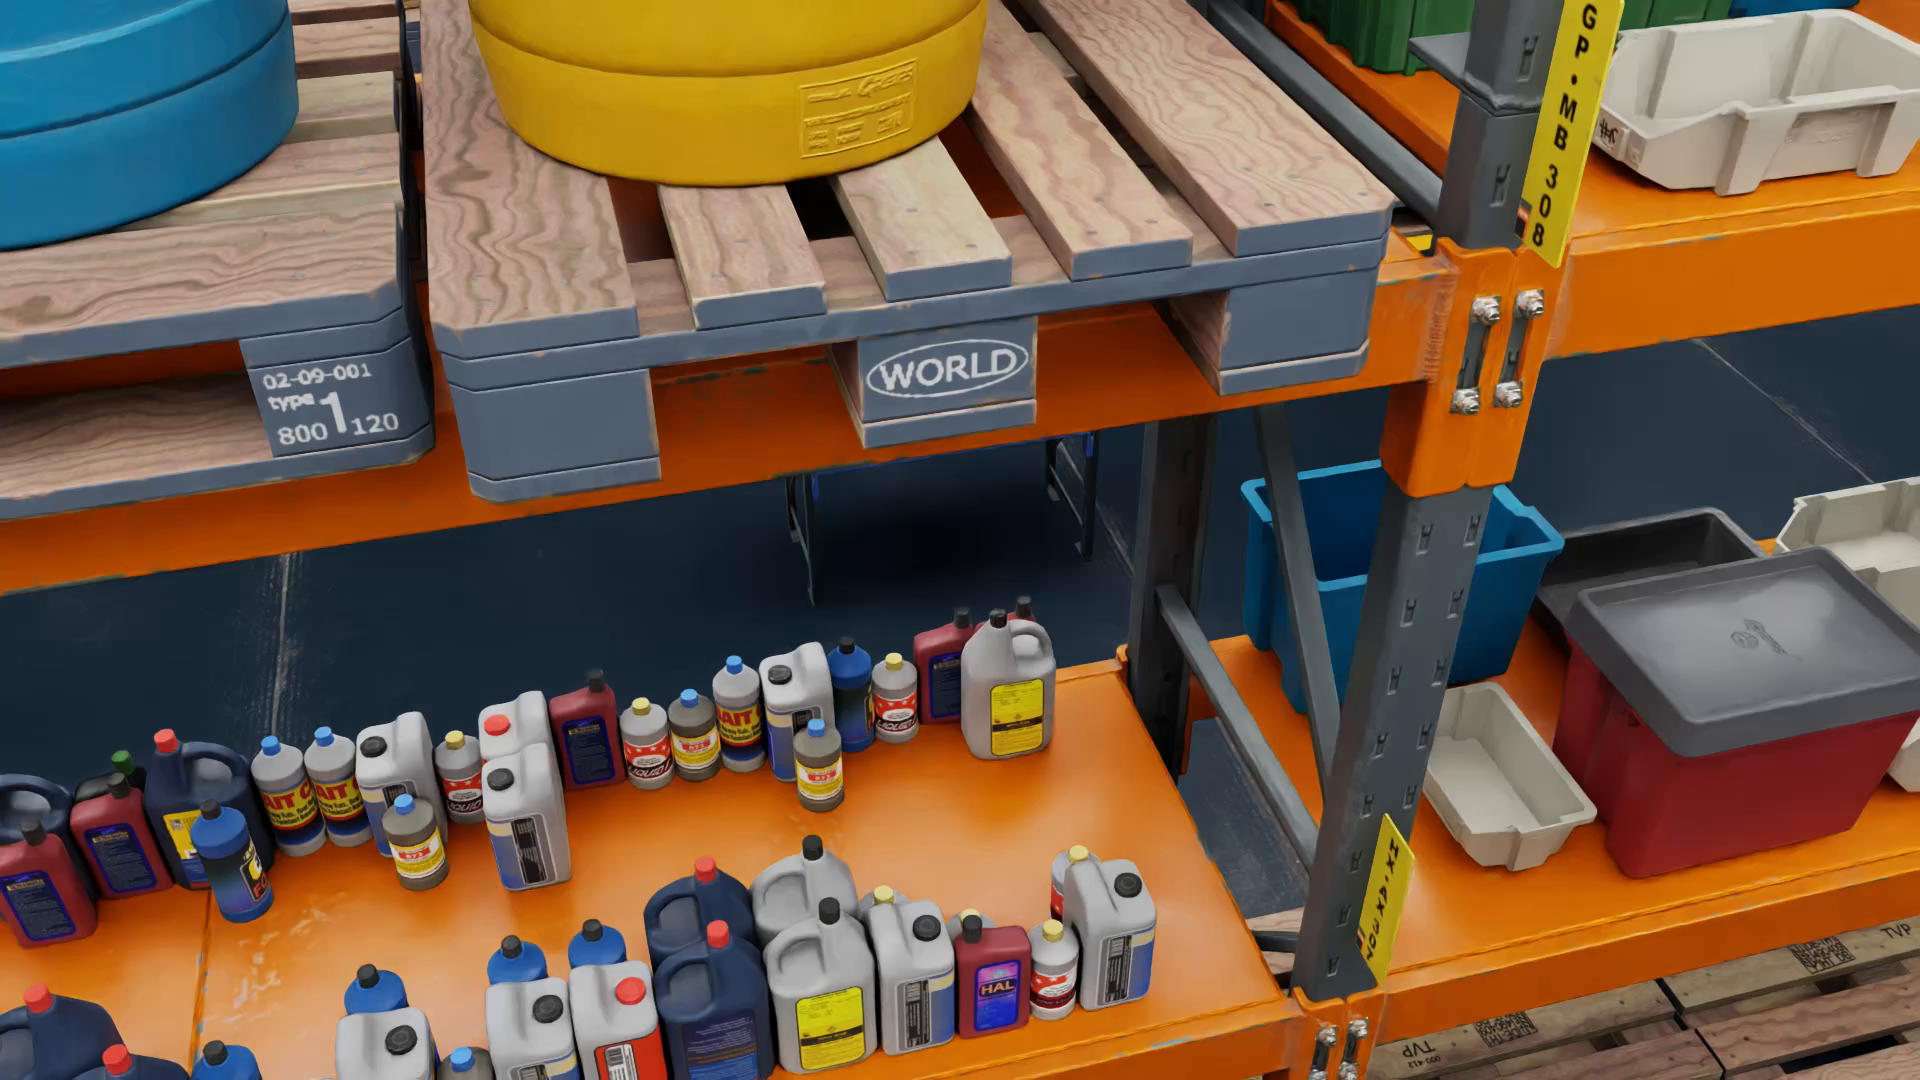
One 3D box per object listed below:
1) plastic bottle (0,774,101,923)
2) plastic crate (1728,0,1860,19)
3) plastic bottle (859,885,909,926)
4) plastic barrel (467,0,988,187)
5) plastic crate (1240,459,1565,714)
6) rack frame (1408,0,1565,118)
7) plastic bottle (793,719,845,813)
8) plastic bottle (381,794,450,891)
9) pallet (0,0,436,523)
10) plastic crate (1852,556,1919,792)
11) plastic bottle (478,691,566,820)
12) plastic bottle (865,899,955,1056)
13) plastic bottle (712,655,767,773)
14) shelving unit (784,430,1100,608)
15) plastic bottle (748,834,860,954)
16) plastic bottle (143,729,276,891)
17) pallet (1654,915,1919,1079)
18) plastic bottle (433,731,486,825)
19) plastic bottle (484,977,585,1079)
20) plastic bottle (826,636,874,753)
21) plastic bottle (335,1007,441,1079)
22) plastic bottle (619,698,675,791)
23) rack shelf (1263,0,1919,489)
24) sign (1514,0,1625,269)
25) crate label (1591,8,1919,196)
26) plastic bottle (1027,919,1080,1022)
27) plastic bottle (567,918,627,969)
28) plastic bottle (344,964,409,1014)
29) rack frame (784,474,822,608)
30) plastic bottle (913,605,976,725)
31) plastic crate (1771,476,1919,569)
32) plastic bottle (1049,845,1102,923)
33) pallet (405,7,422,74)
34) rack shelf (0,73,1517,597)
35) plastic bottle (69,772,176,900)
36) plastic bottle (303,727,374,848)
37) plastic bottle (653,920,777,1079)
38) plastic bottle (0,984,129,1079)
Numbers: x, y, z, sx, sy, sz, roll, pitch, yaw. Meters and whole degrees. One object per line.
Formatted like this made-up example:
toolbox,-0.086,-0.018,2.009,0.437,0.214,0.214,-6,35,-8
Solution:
plastic bottle,-1.751,0.546,3.108,0.185,0.351,0.144,-9,38,-12
plastic crate,1.359,-1.068,2.846,0.300,0.233,0.416,-9,38,-12
plastic bottle,-0.136,0.707,3.020,0.097,0.201,0.097,0,37,0
plastic barrel,-0.265,-0.780,1.832,0.600,0.588,0.600,0,37,0
plastic crate,0.925,0.097,3.618,0.575,0.384,0.392,-9,38,-12
rack frame,0.563,-1.994,1.450,0.127,3.000,1.000,-9,38,-12
plastic bottle,-0.286,0.446,3.362,0.097,0.201,0.097,0,37,0
plastic bottle,-1.050,0.571,3.198,0.097,0.201,0.097,0,37,0
pallet,-1.262,-0.365,1.944,1.213,0.211,1.003,-9,38,-12
plastic crate,2.086,0.278,3.466,0.530,0.282,0.437,-9,38,-12
plastic bottle,-0.877,0.435,3.315,0.135,0.276,0.152,-9,38,-12
plastic bottle,-0.086,0.748,2.905,0.135,0.276,0.152,-9,38,-12
plastic bottle,-0.455,0.350,3.429,0.097,0.271,0.097,0,37,0
shelving unit,-0.082,-0.582,5.777,1.048,1.500,0.538,-9,38,-12
plastic bottle,-0.276,0.661,2.957,0.185,0.351,0.144,-9,38,-12
plastic bottle,-1.444,0.496,3.174,0.185,0.351,0.144,-9,38,-12
pallet,2.443,1.162,4.558,1.213,0.211,1.003,-9,38,-12
plastic bottle,-0.996,0.467,3.335,0.097,0.201,0.097,0,37,0
plastic bottle,-0.702,0.849,2.773,0.135,0.276,0.152,-9,38,-12
plastic bottle,-0.231,0.313,3.477,0.097,0.271,0.097,0,37,0
plastic bottle,-0.926,0.886,2.725,0.135,0.276,0.152,-9,38,-12
plastic bottle,-0.643,0.409,3.410,0.097,0.201,0.097,0,37,0
rack shelf,2.494,-0.834,2.994,4.000,0.370,1.077,-9,38,-12
sign,0.705,-0.483,1.937,0.005,0.325,0.100,-9,38,-12
crate label,1.111,-0.606,2.321,0.466,0.136,0.293,-9,38,-12
plastic bottle,0.162,0.754,2.959,0.097,0.201,0.097,0,37,0
plastic bottle,-0.623,0.760,2.894,0.097,0.271,0.097,0,37,0
plastic bottle,-0.977,0.818,2.818,0.097,0.271,0.097,0,37,0
rack frame,-0.573,-0.502,5.671,0.032,1.500,0.500,-9,38,-12
plastic bottle,-0.031,0.264,3.532,0.133,0.283,0.061,-9,38,-12
plastic crate,2.166,0.018,3.926,0.466,0.136,0.293,-9,38,-12
plastic bottle,0.217,0.650,3.096,0.097,0.201,0.097,0,37,0
pallet,-2.710,-2.118,6.708,1.213,0.211,1.003,-9,38,-12
rack shelf,-1.367,-0.200,2.166,4.000,0.370,1.077,-9,38,-12
plastic bottle,-1.592,0.559,3.147,0.133,0.283,0.061,-9,38,-12
plastic bottle,-1.220,0.476,3.265,0.097,0.271,0.097,0,37,0
plastic bottle,-0.417,0.775,2.808,0.185,0.351,0.144,-9,38,-12
plastic bottle,-1.472,0.853,2.707,0.185,0.351,0.144,-9,38,-12
